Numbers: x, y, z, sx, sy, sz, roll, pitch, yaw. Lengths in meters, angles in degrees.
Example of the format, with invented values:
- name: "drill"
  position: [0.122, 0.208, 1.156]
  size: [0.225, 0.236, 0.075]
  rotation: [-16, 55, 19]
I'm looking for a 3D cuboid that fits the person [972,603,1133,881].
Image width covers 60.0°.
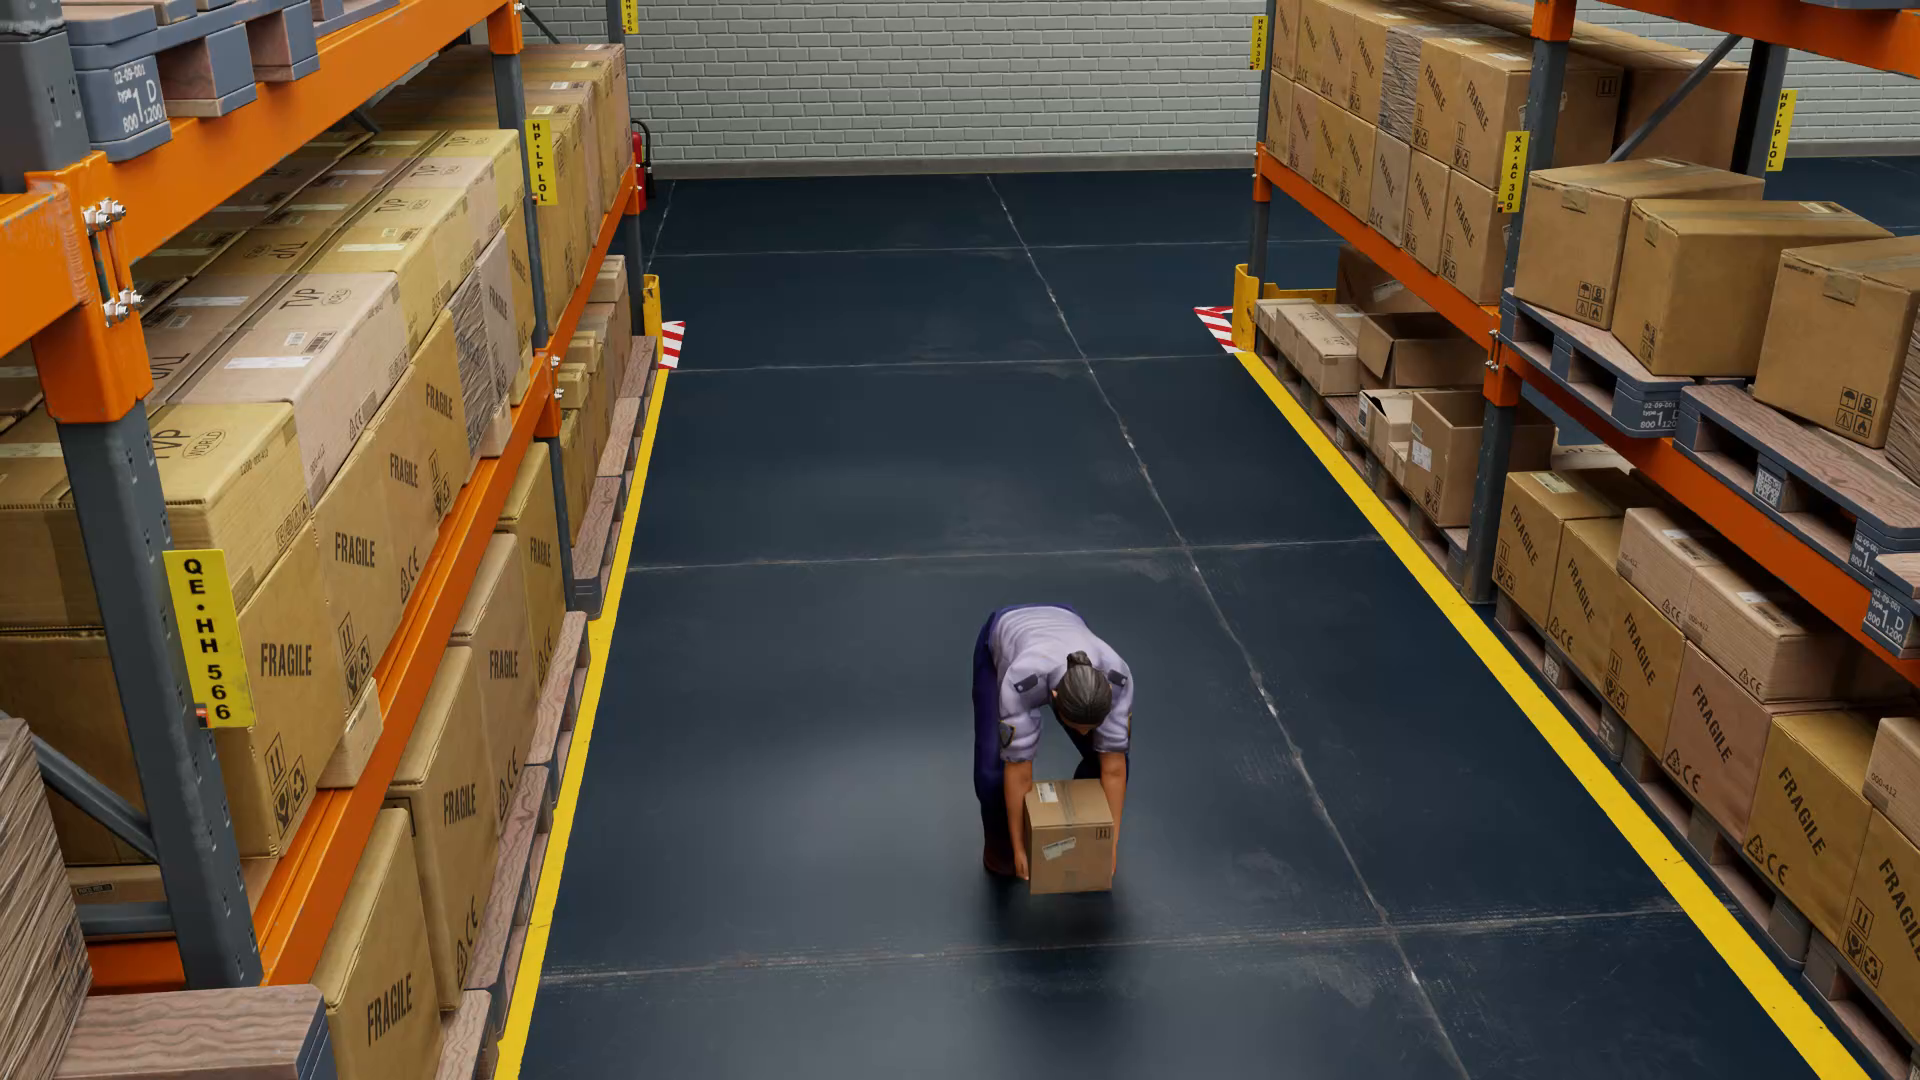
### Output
- name: "person"
  position: [0.302, 0.693, 5.388]
  size: [0.515, 0.976, 0.893]
  rotation: [-3, 24, -8]
